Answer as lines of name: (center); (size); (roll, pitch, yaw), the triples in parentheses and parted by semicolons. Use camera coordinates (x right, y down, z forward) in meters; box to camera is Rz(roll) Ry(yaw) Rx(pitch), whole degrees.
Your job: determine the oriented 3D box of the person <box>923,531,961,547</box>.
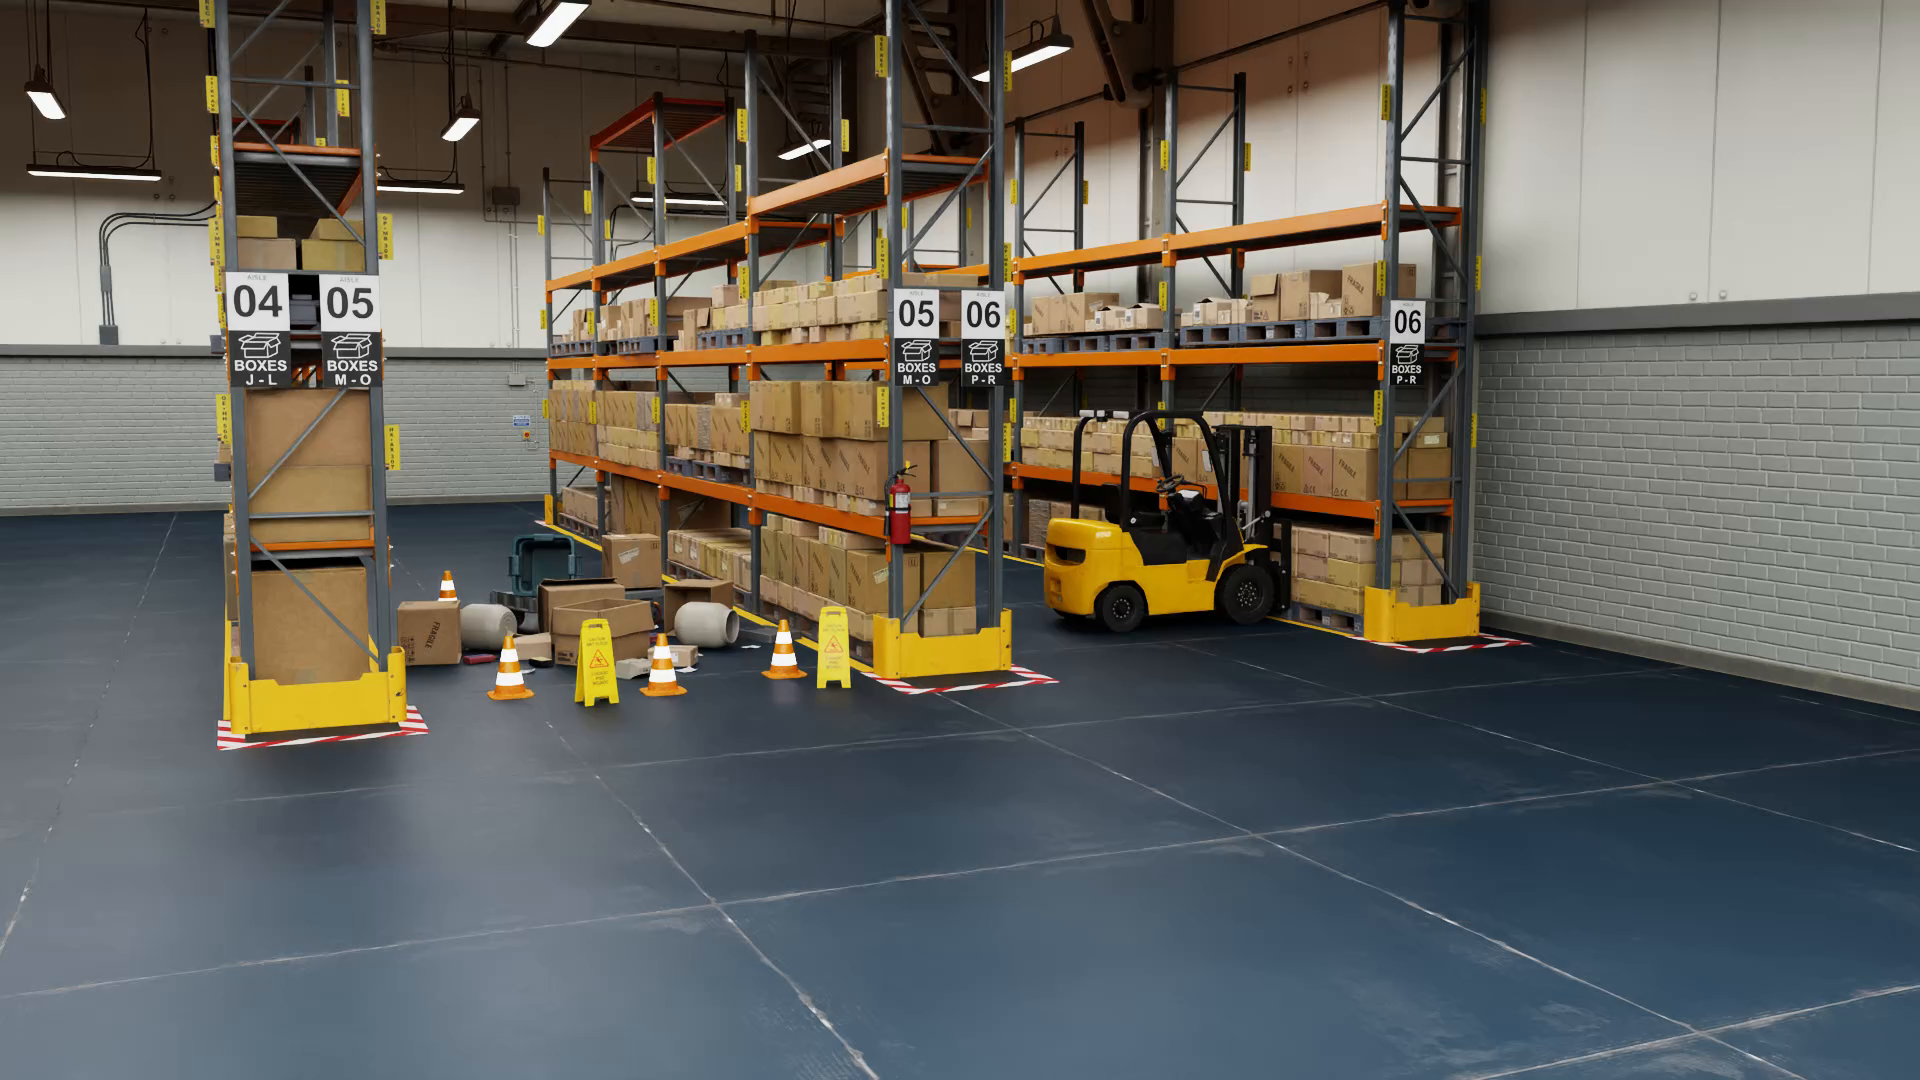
person: (-0.165, -0.113, 17.977); (0.500, 1.649, 0.436); (-3, 6, -31)
